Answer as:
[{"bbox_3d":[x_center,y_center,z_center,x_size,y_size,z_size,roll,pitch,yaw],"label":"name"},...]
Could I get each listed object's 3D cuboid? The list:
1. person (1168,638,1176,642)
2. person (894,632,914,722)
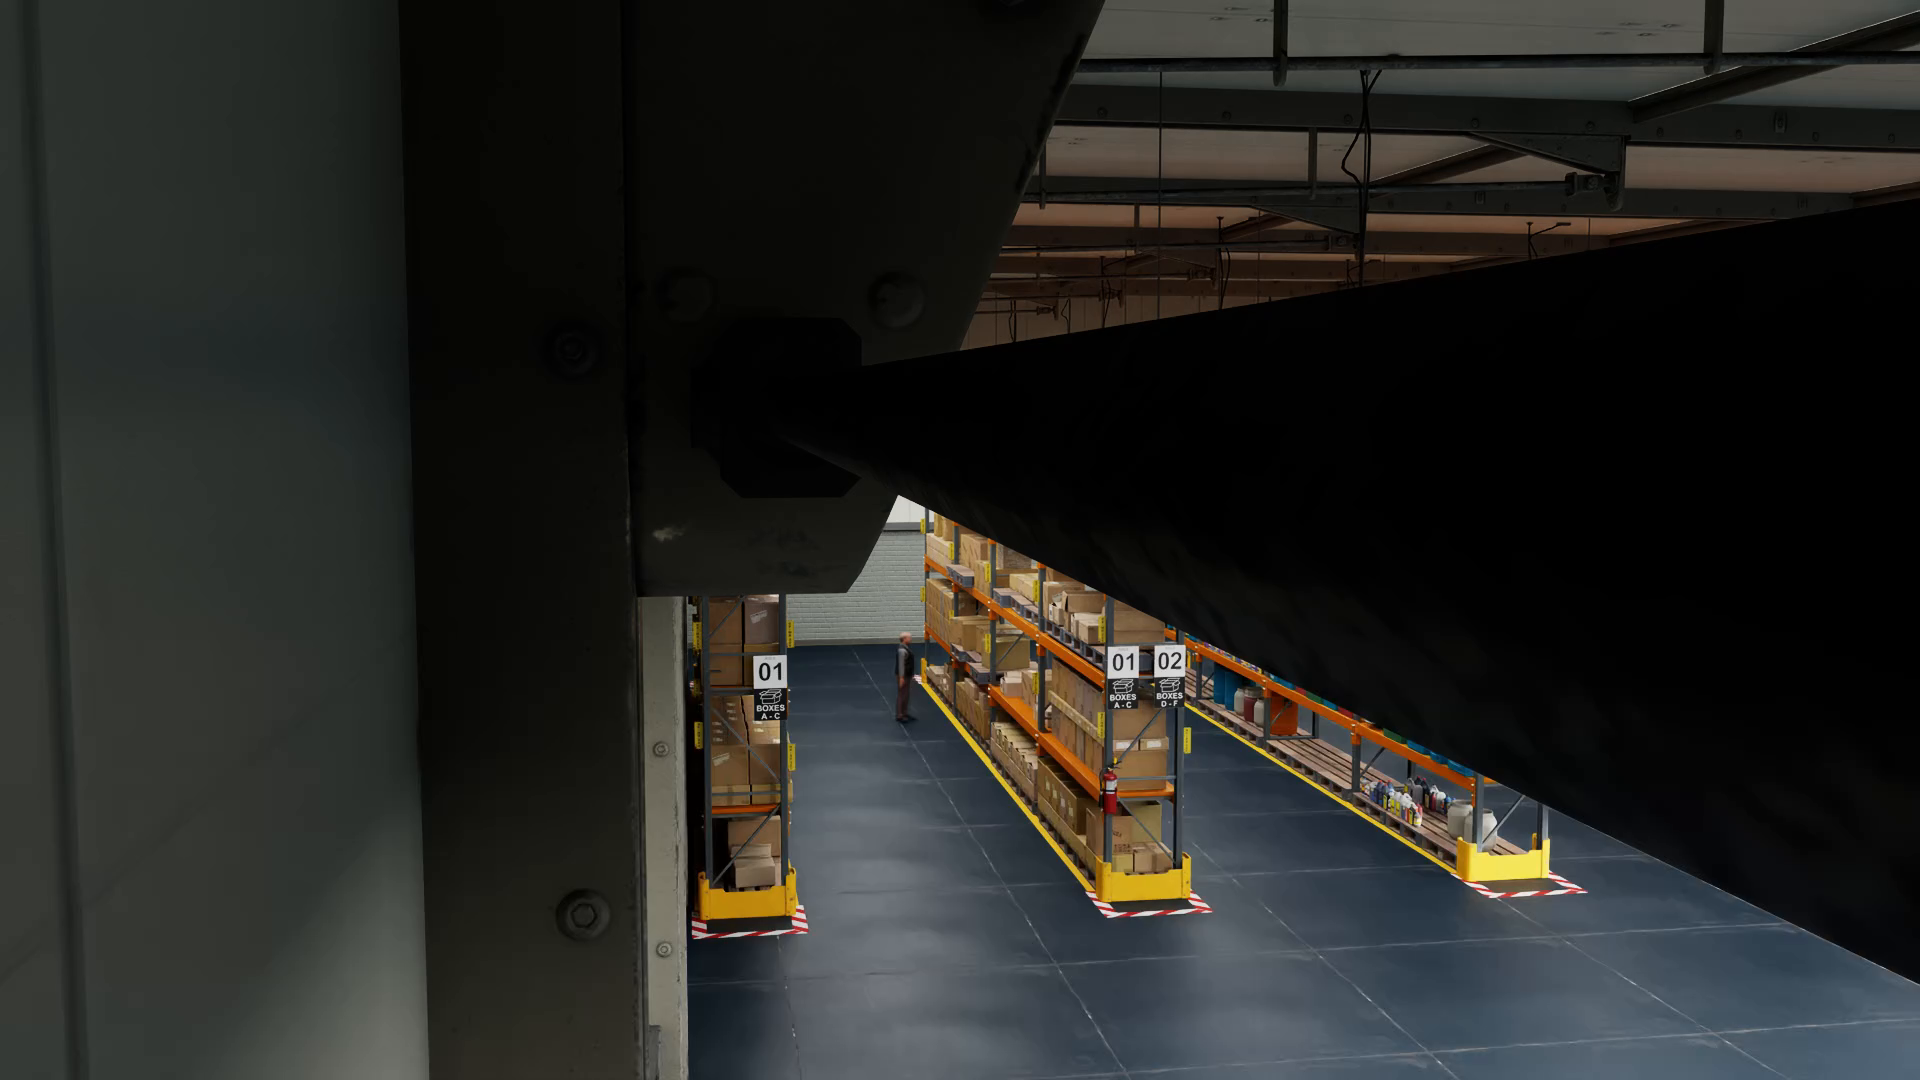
[{"bbox_3d":[4.961,2.106,38.734,0.934,1.611,0.580,4,6,36],"label":"person"},{"bbox_3d":[-1.088,2.644,32.139,0.380,1.730,0.600,0,5,1],"label":"person"}]
